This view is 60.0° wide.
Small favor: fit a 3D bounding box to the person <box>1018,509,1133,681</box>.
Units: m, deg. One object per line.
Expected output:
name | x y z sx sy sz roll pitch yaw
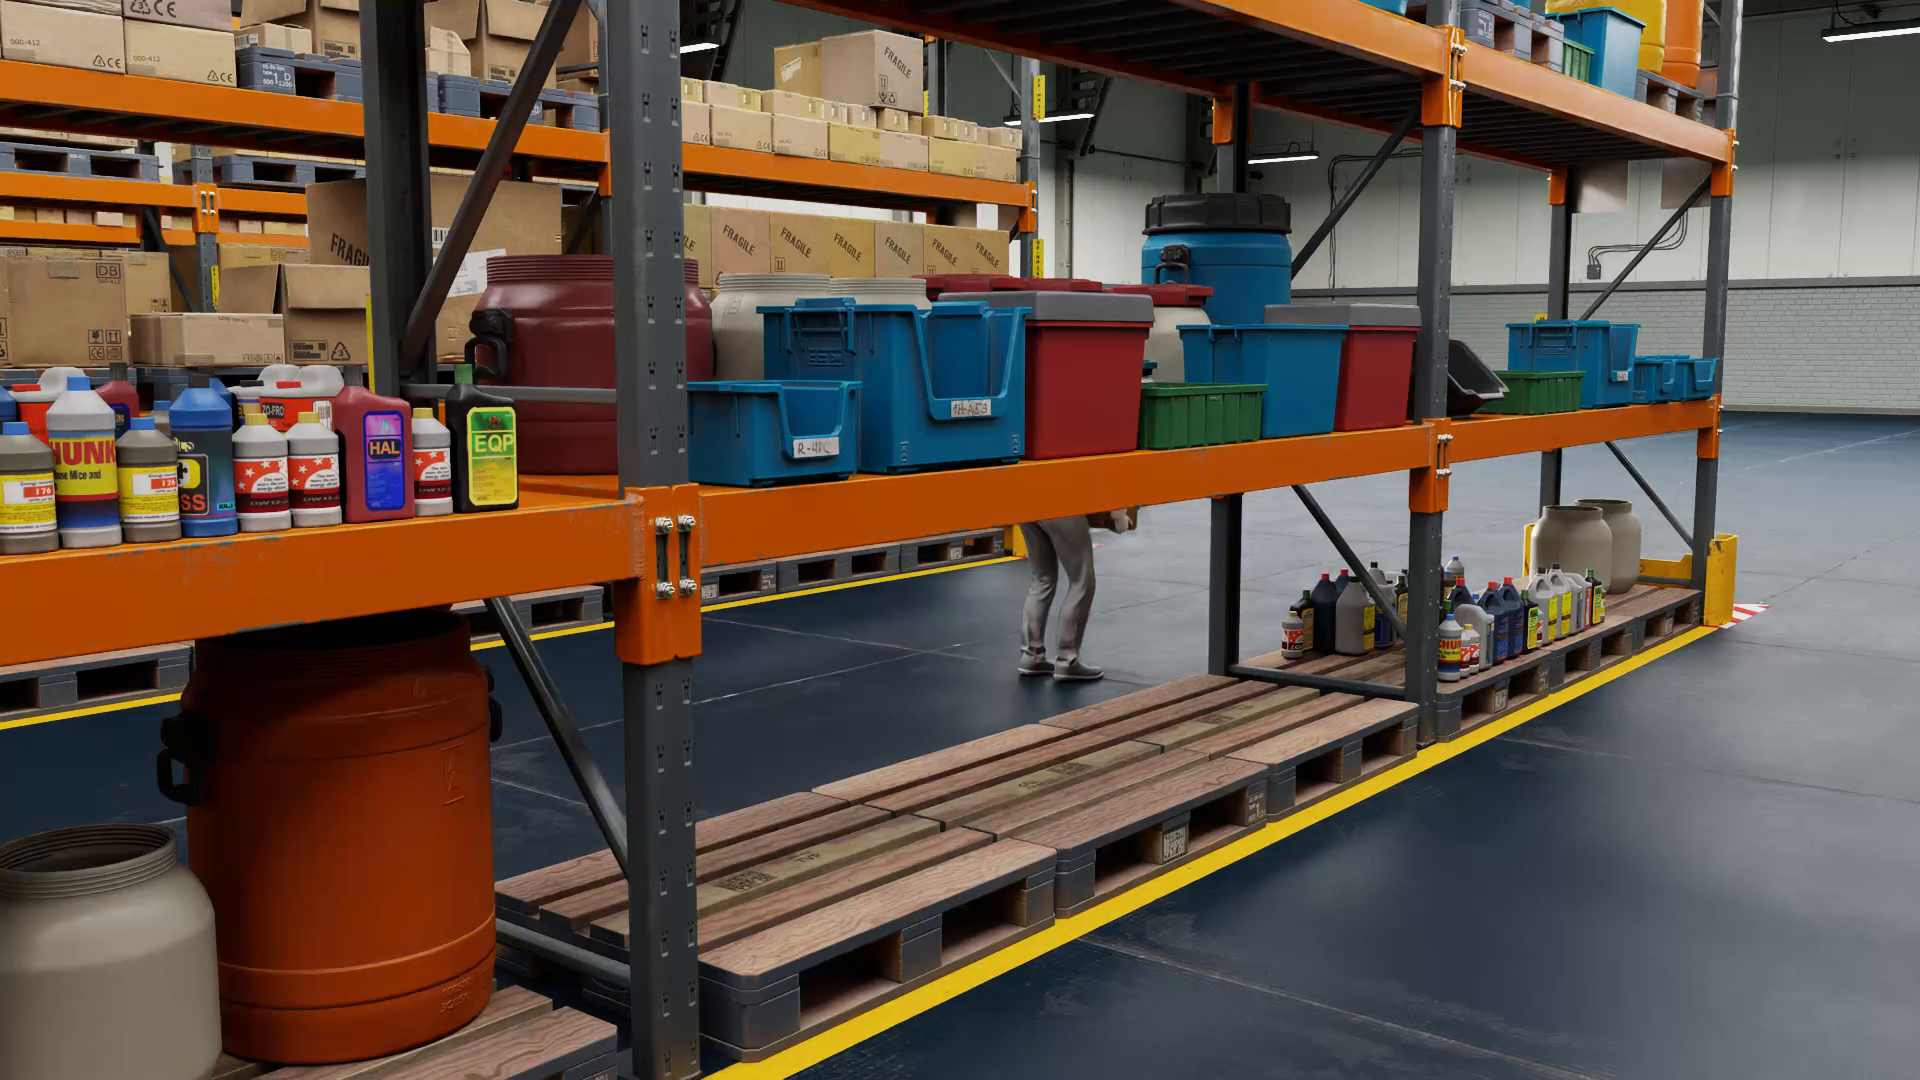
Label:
person | 0.532 -0.129 8.085 0.581 1.611 0.411 -5 8 -37
